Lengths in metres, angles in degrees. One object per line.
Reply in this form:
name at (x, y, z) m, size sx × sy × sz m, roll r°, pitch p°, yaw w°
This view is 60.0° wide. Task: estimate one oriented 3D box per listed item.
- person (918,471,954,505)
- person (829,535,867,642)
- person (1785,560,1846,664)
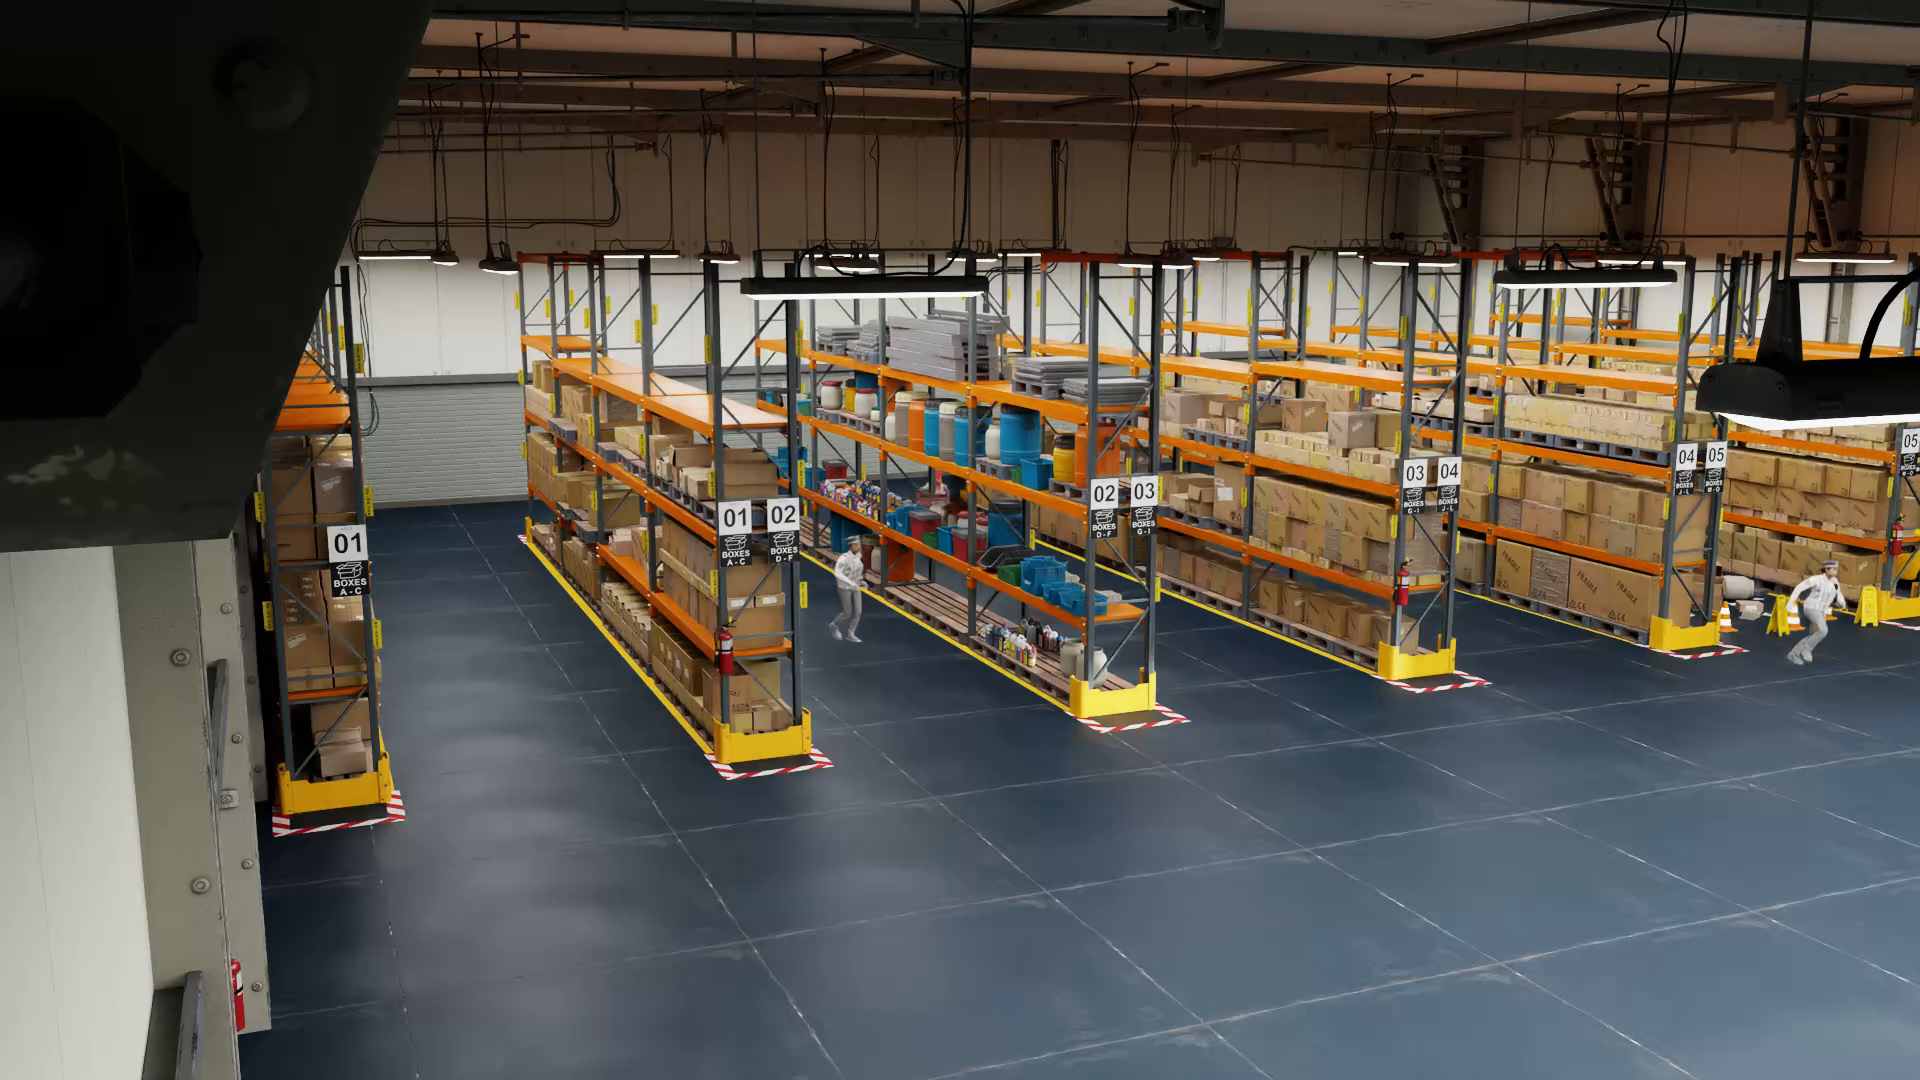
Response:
person at (-0.497, -0.502, 32.840) m, size 0.615 × 1.786 × 0.991 m, roll -6°, pitch 12°, yaw -31°
person at (-1.692, 0.723, 25.007) m, size 0.665 × 1.660 × 0.609 m, roll 10°, pitch 14°, yaw 42°
person at (12.844, 1.078, 24.825) m, size 0.766 × 1.598 × 0.661 m, roll -6°, pitch 12°, yaw -28°
